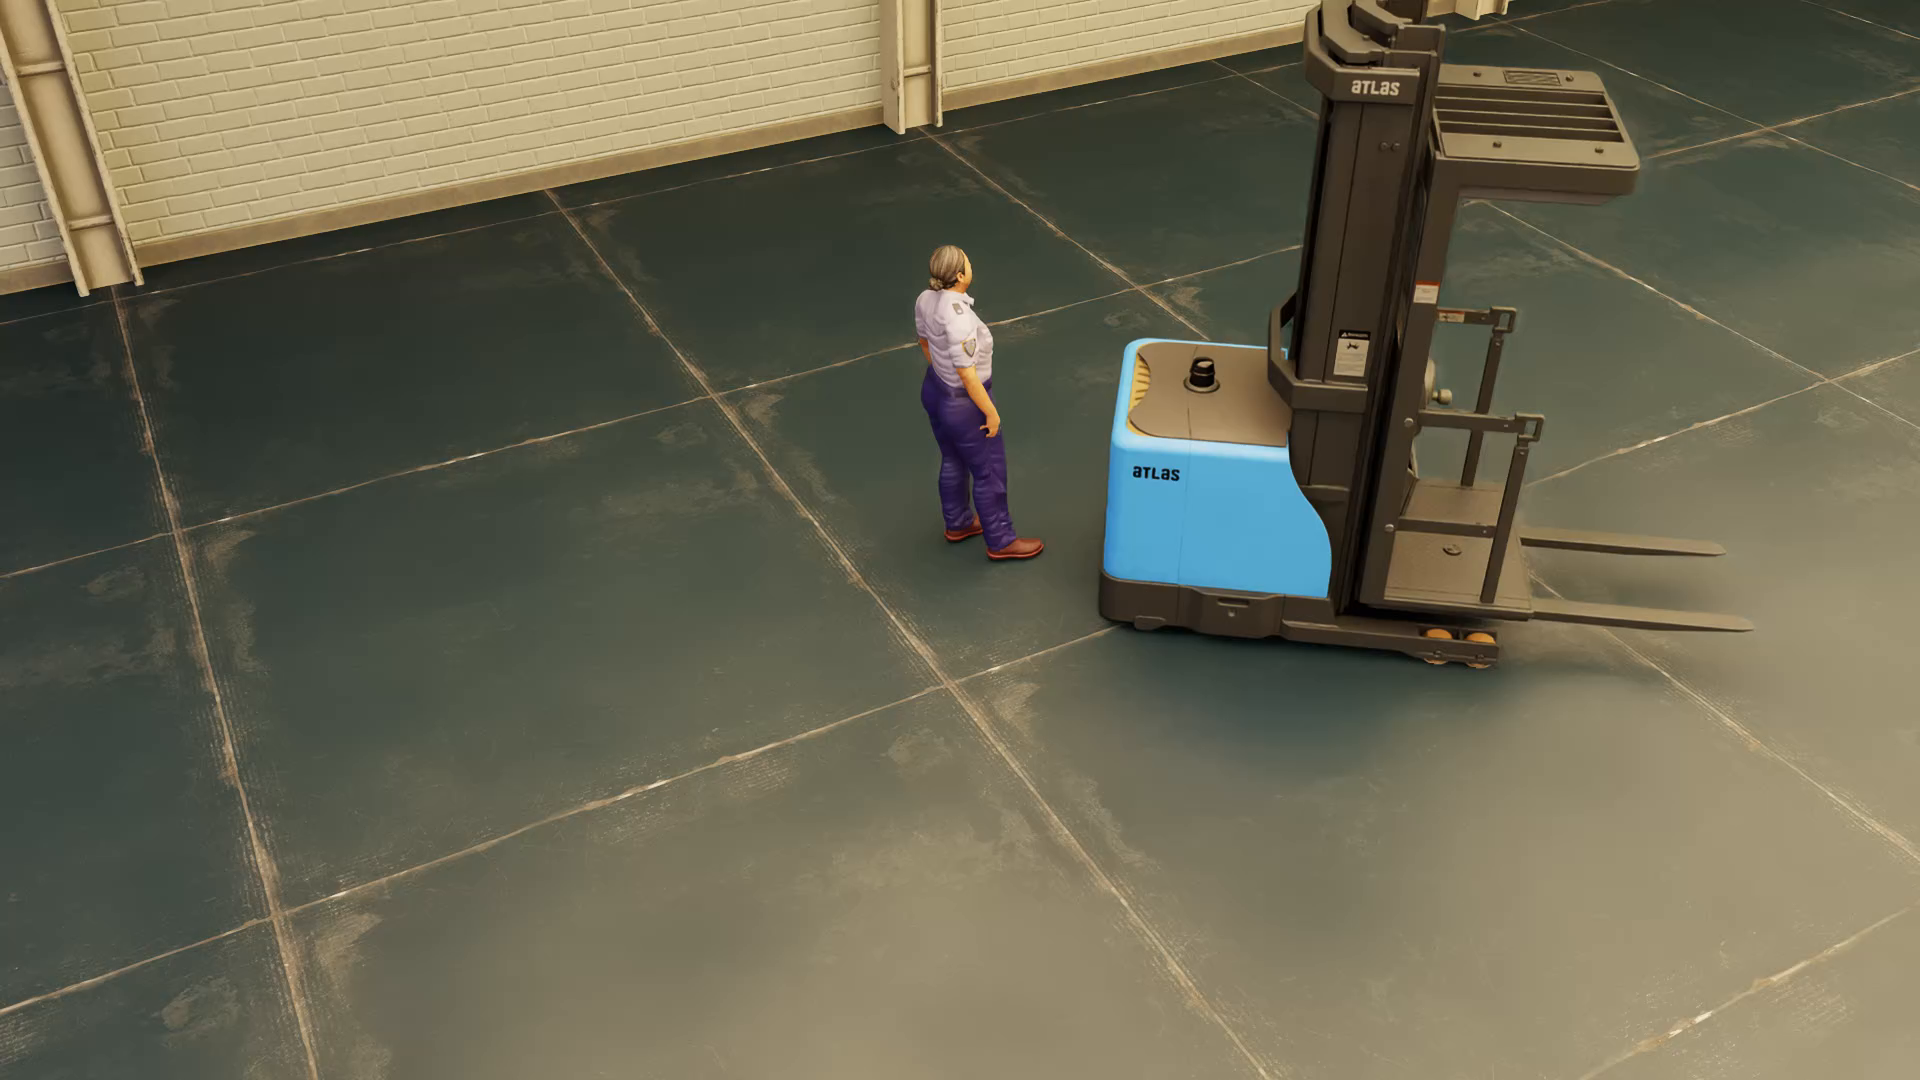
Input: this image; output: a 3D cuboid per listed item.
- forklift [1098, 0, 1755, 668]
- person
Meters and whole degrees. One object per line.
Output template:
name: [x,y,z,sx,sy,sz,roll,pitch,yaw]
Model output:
forklift: [2.233,-0.925,7.431,3.031,2.935,1.130,5,36,7]
person: [0.088,-0.695,8.210,0.501,1.651,0.611,-17,39,-22]
